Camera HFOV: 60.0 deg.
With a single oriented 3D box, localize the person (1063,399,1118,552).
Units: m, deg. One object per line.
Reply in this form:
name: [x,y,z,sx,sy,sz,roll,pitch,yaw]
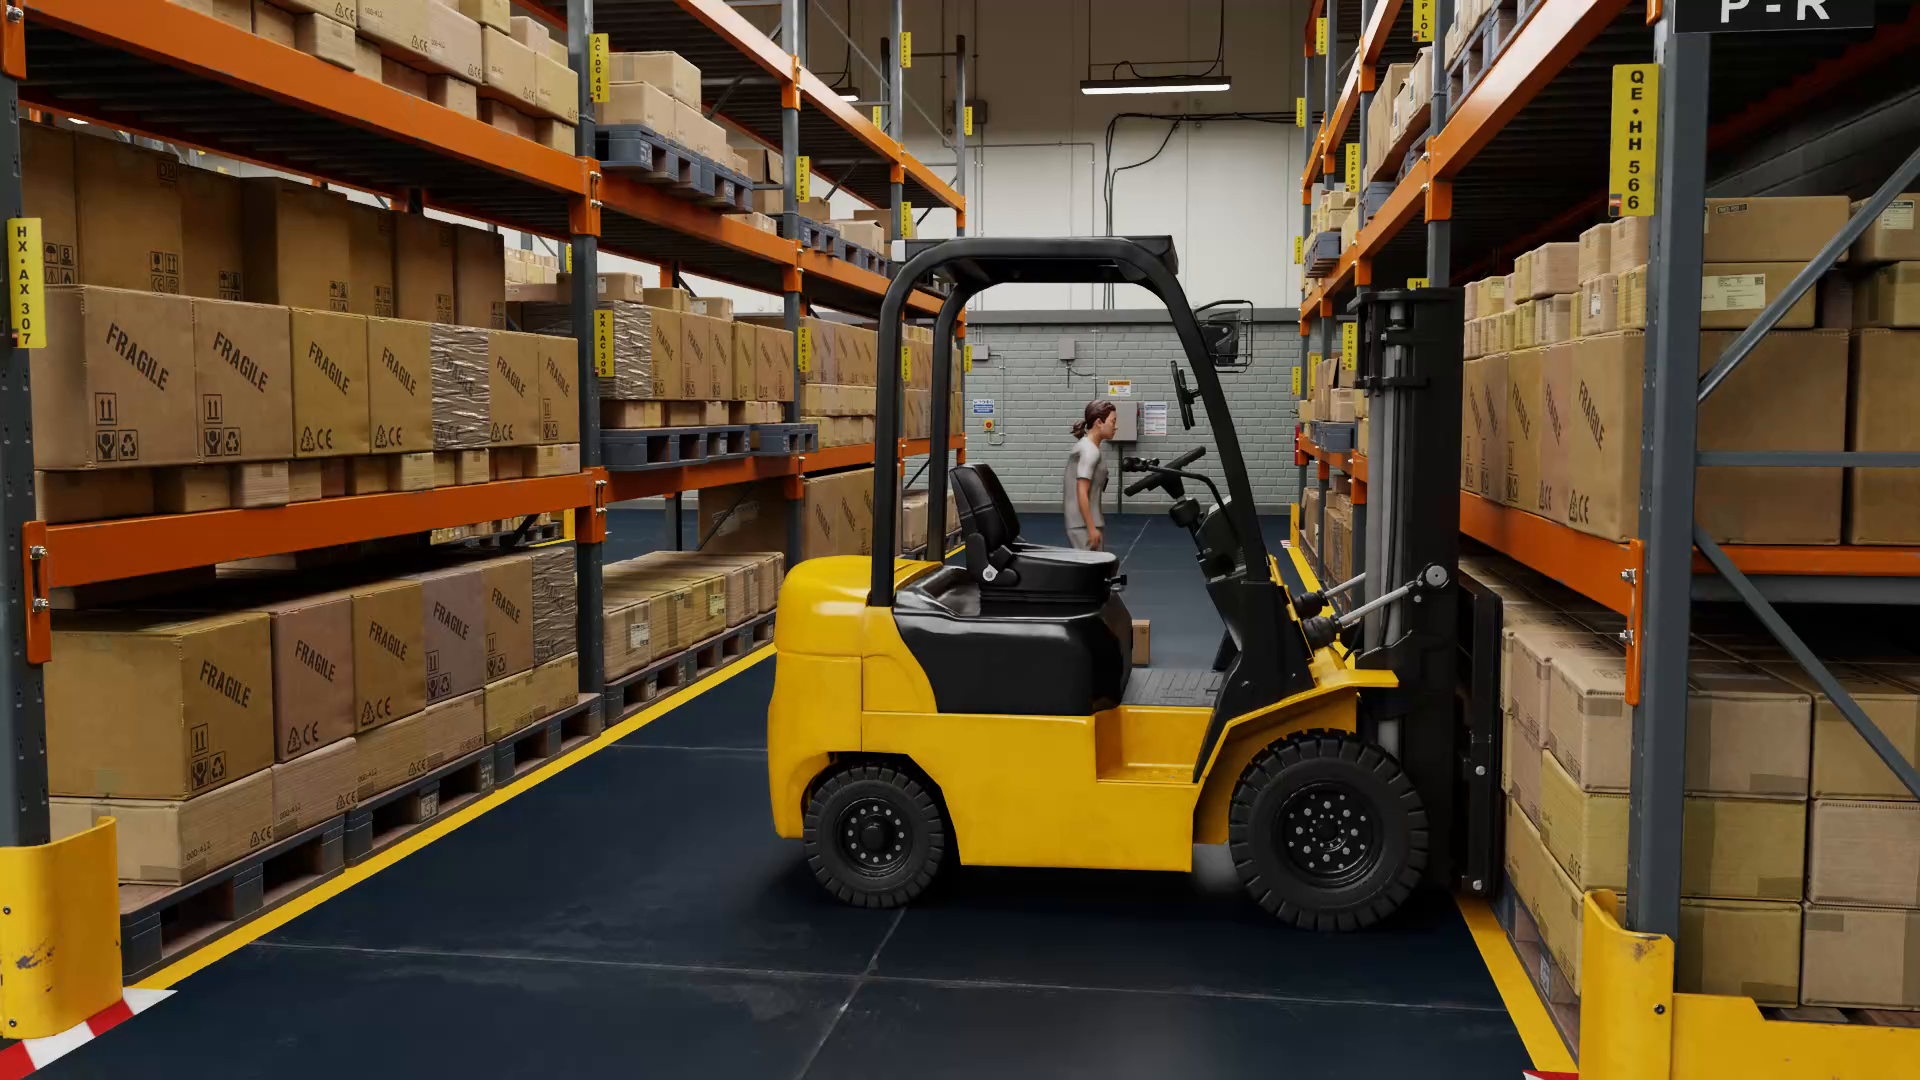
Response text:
person: [0.838,-0.060,10.621,0.360,1.672,0.486,1,5,7]
